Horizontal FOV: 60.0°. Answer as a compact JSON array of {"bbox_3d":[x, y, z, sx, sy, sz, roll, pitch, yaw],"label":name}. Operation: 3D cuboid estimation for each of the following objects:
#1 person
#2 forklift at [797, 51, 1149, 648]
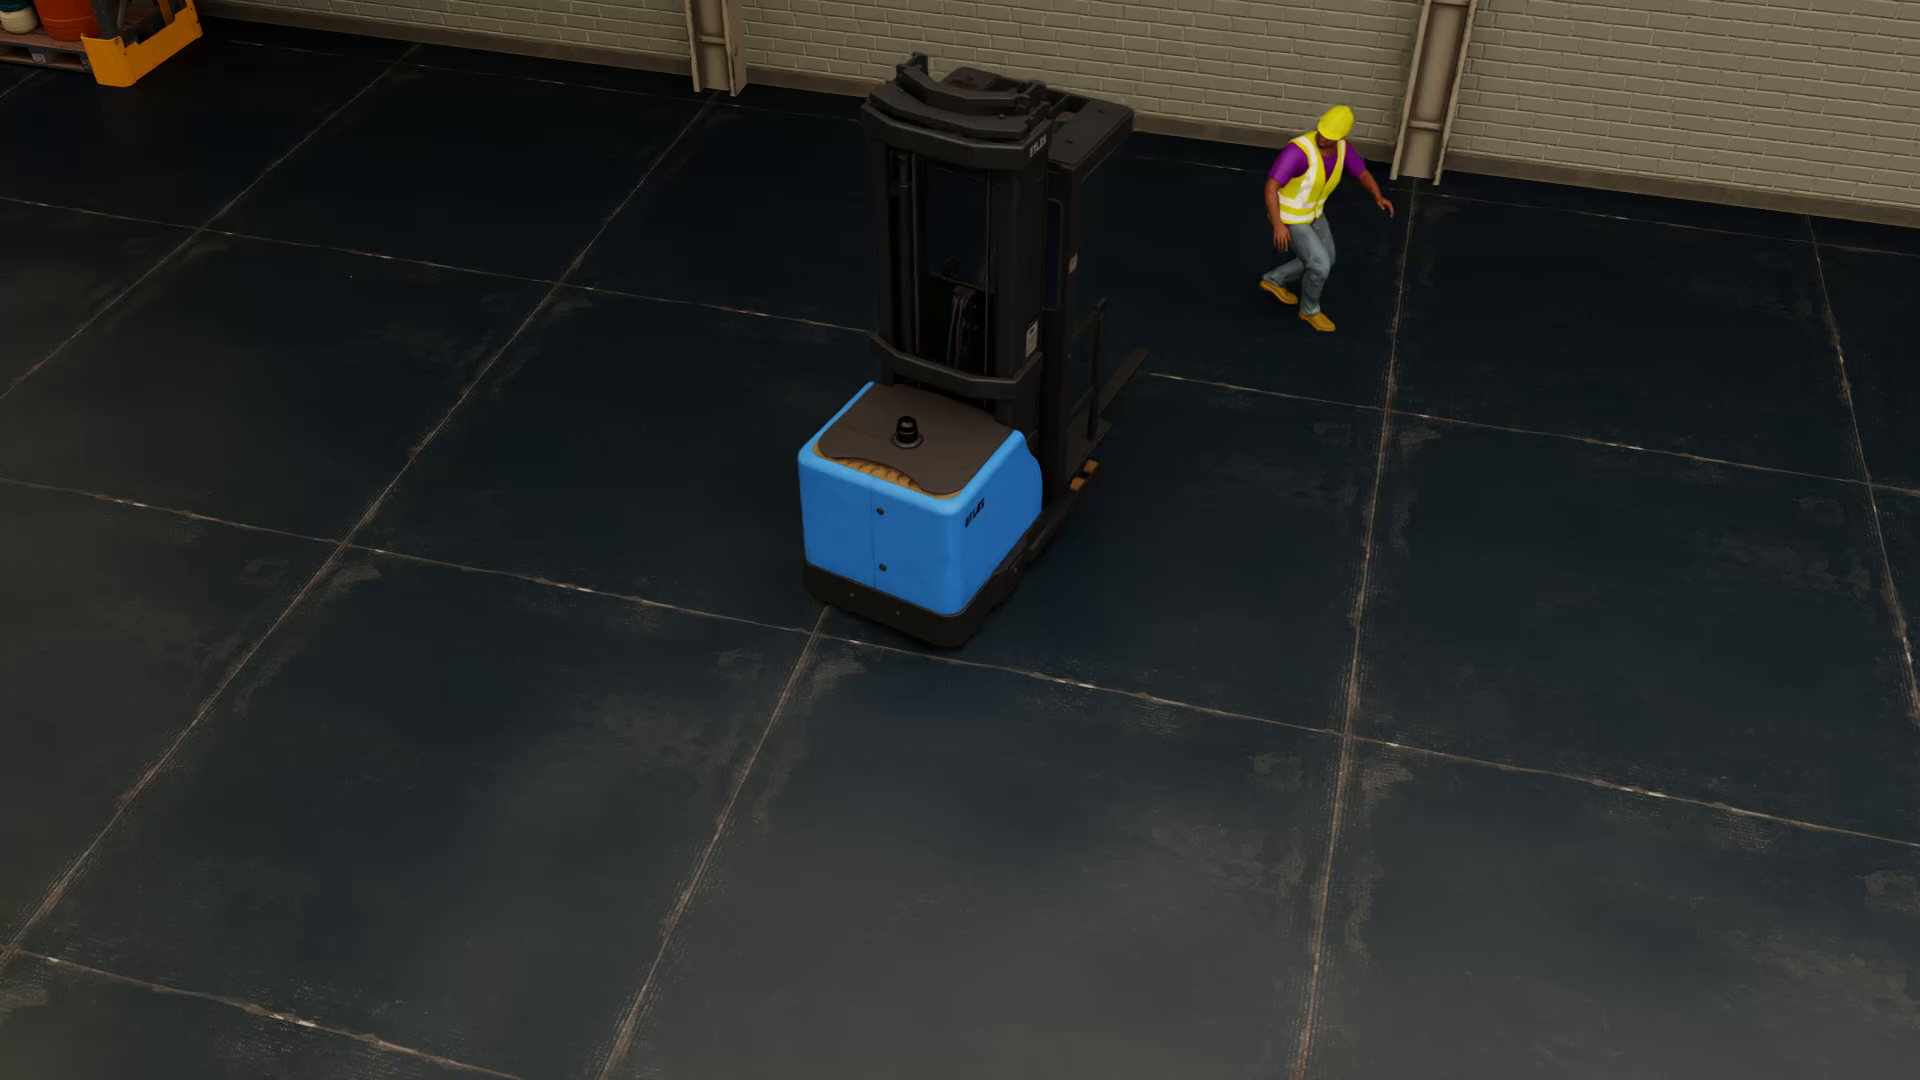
[{"bbox_3d":[2.448,-2.159,11.304,0.833,1.632,0.918,30,49,29],"label":"person"},{"bbox_3d":[0.253,-1.461,9.529,1.130,2.935,3.031,20,45,21],"label":"forklift"}]
